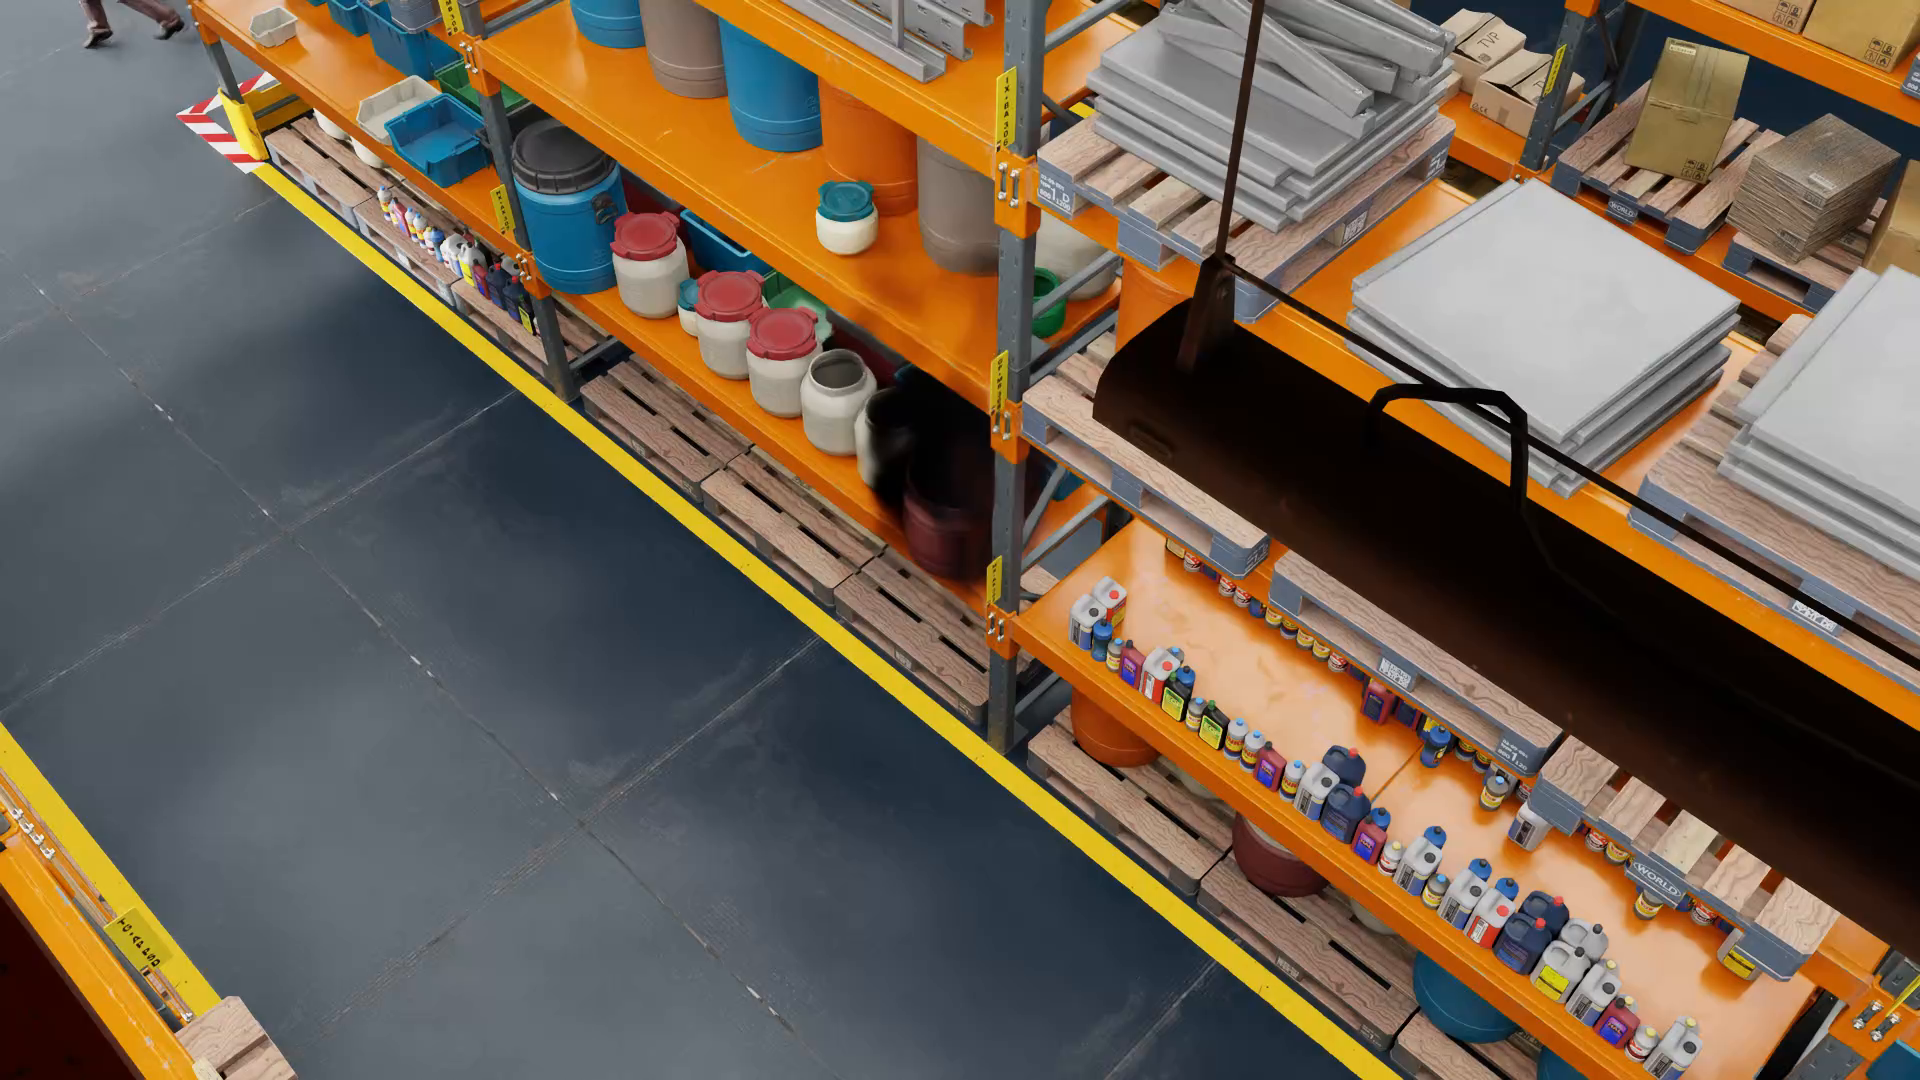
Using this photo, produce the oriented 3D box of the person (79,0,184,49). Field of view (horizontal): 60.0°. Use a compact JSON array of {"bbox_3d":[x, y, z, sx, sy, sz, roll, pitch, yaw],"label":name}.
[{"bbox_3d":[-6.869,-4.660,13.186,0.915,1.759,0.590,-12,51,-10],"label":"person"}]
